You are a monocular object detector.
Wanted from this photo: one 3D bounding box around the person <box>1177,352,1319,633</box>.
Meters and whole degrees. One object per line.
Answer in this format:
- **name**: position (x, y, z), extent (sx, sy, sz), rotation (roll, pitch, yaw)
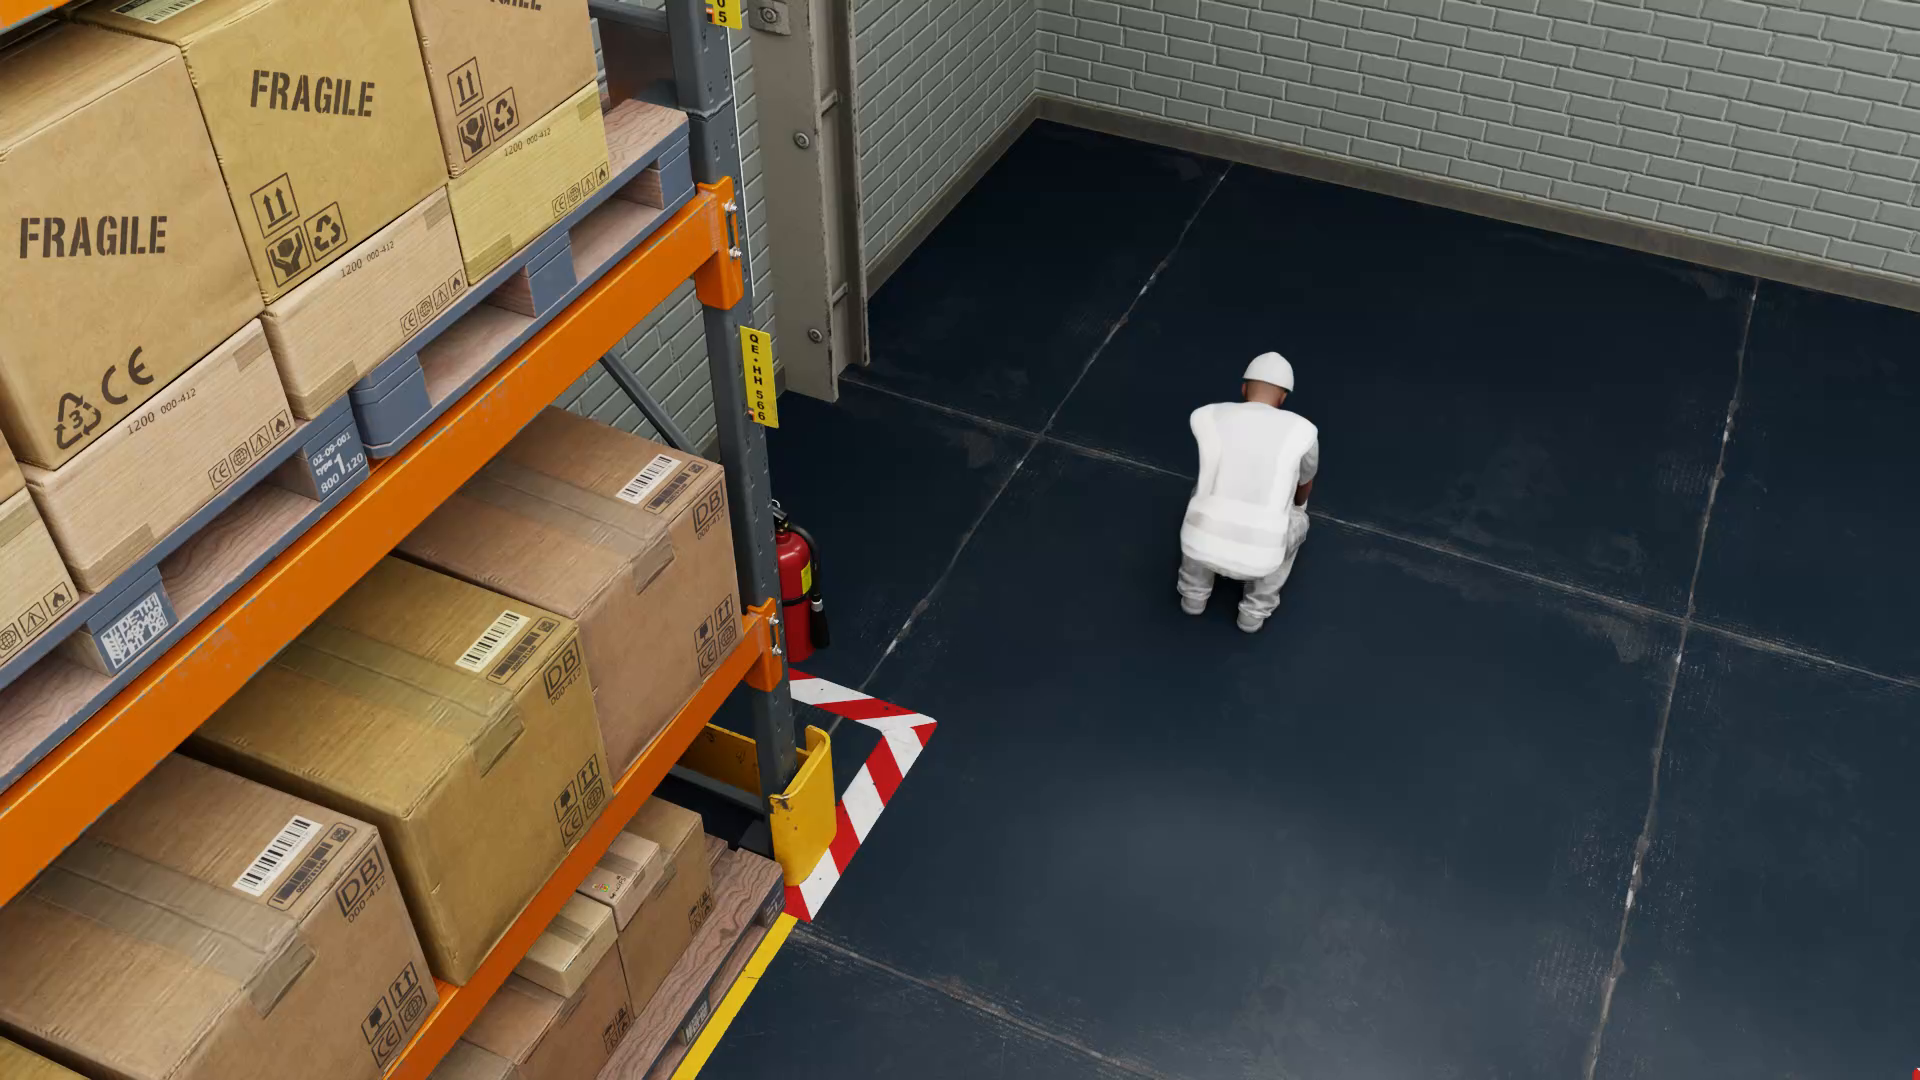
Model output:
- **person**: position (1.192, -0.191, 6.954), extent (0.560, 1.004, 0.916), rotation (16, 44, 18)
